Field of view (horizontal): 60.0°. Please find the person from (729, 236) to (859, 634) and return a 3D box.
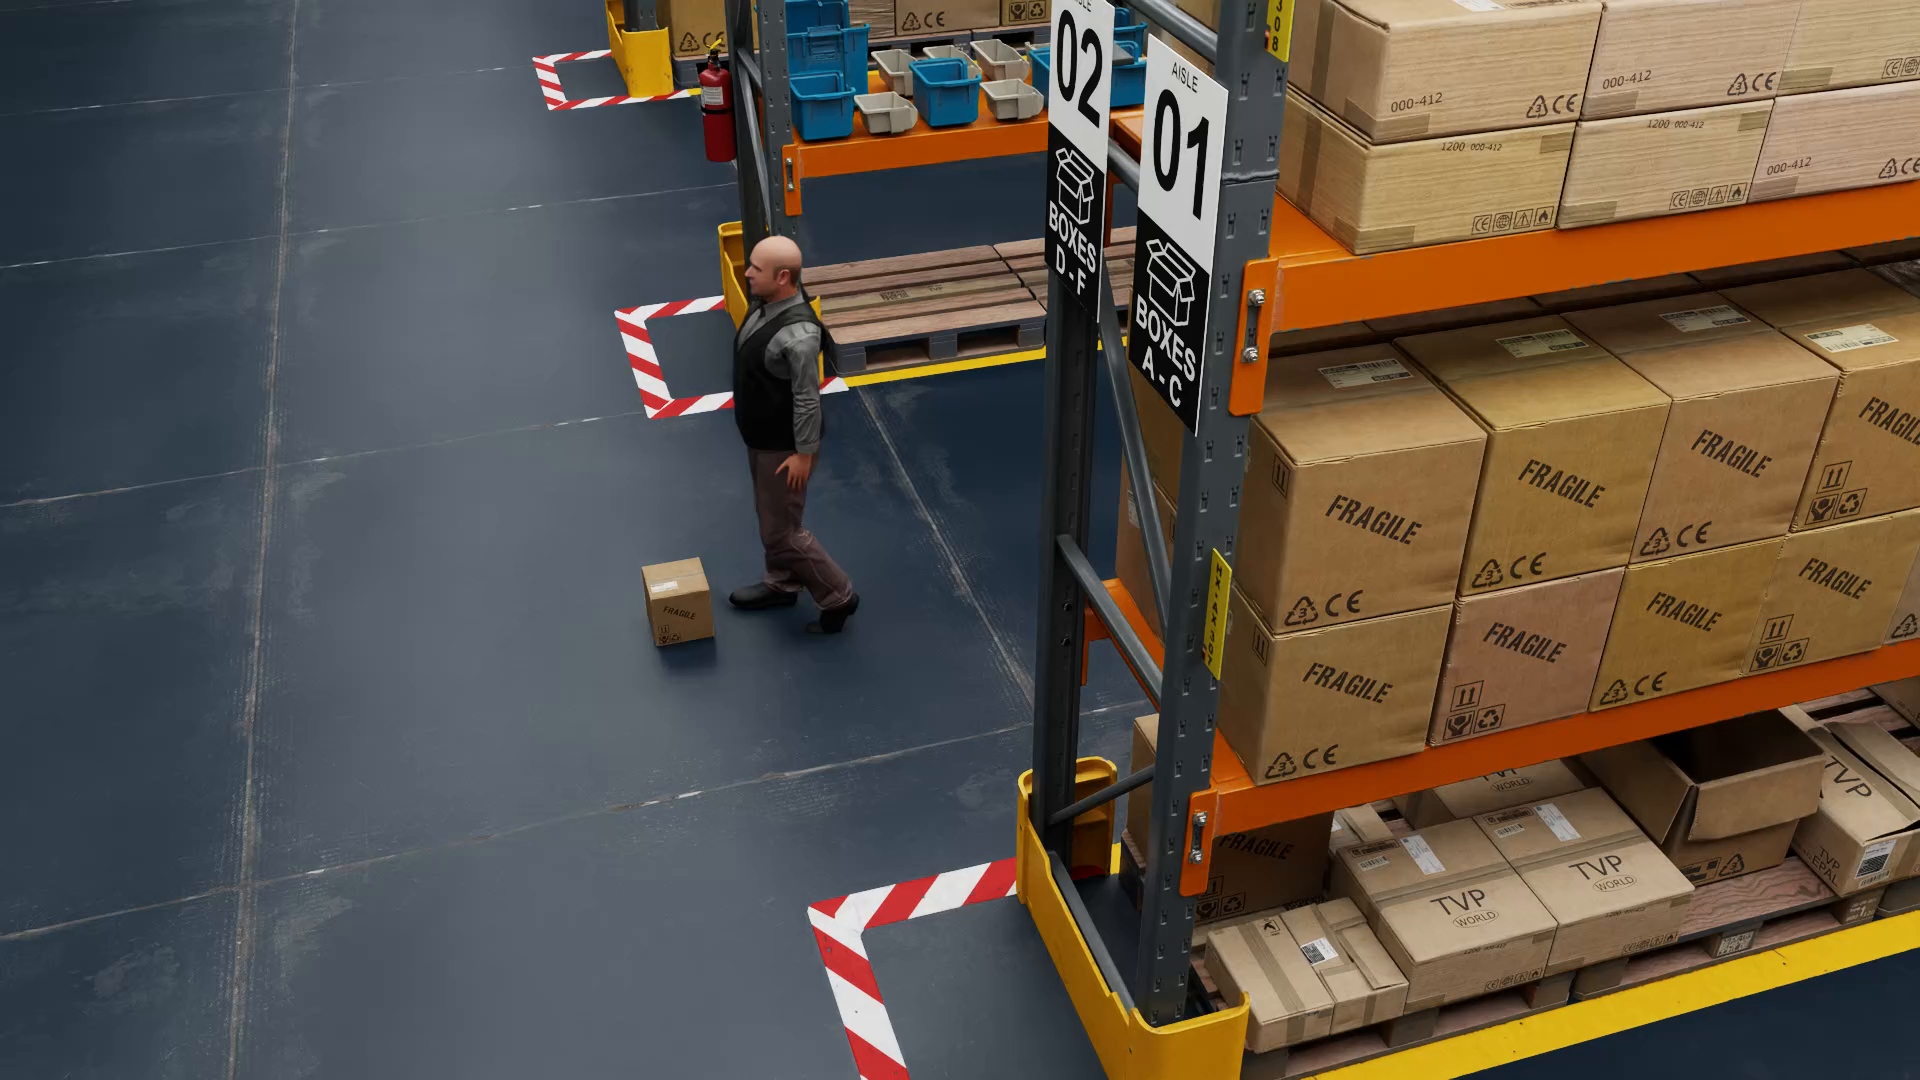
[{"bbox_3d":[-0.743,-0.416,6.822,0.513,1.765,0.570,-10,35,-15],"label":"person"}]
